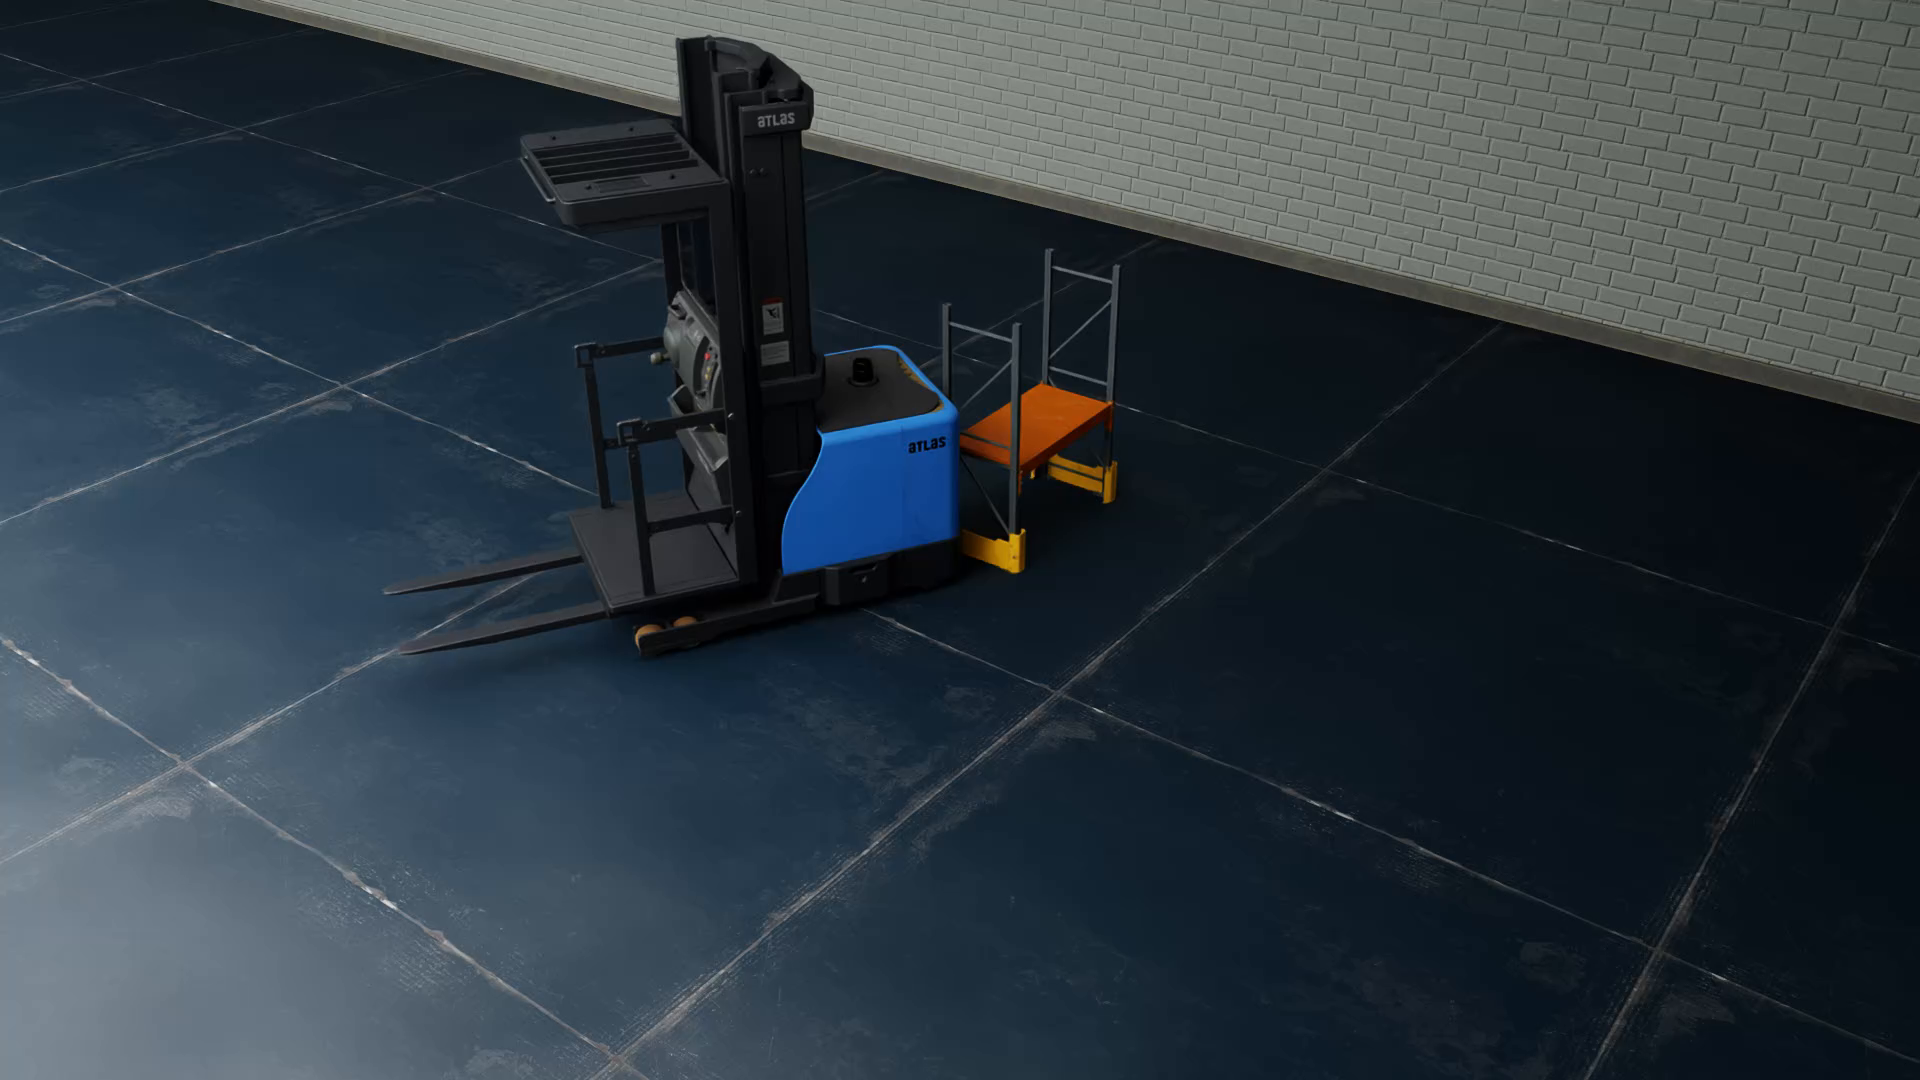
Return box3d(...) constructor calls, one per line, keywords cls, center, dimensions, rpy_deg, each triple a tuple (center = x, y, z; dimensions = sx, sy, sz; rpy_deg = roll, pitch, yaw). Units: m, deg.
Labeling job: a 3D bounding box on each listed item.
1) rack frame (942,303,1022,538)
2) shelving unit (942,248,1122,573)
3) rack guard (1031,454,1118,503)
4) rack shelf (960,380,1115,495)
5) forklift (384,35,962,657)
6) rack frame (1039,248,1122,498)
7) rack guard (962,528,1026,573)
box3d(cls="rack frame", center=(0.116, -0.556, 9.217), dimensions=(0.500, 1.500, 0.032), rpy_deg=(20, 36, 30))
box3d(cls="shelving unit", center=(0.407, -0.763, 9.566), dimensions=(0.587, 1.500, 1.083), rpy_deg=(20, 36, 30))
box3d(cls="rack guard", center=(0.697, -0.431, 10.233), dimensions=(0.587, 0.250, 0.087), rpy_deg=(20, 36, 30))
box3d(cls="rack shelf", center=(0.412, -0.612, 9.664), dimensions=(0.538, 0.185, 1.000), rpy_deg=(20, 36, 30))
box3d(cls="forklift", center=(-1.553, -0.956, 8.489), dimensions=(3.031, 2.935, 1.130), rpy_deg=(-12, 33, -20))
box3d(cls="rack frame", center=(0.709, -0.977, 9.928), dimensions=(0.500, 1.500, 0.032), rpy_deg=(20, 36, 30))
box3d(cls="rack guard", center=(0.117, -0.019, 9.537), dimensions=(0.587, 0.250, 0.087), rpy_deg=(20, 36, 30))
